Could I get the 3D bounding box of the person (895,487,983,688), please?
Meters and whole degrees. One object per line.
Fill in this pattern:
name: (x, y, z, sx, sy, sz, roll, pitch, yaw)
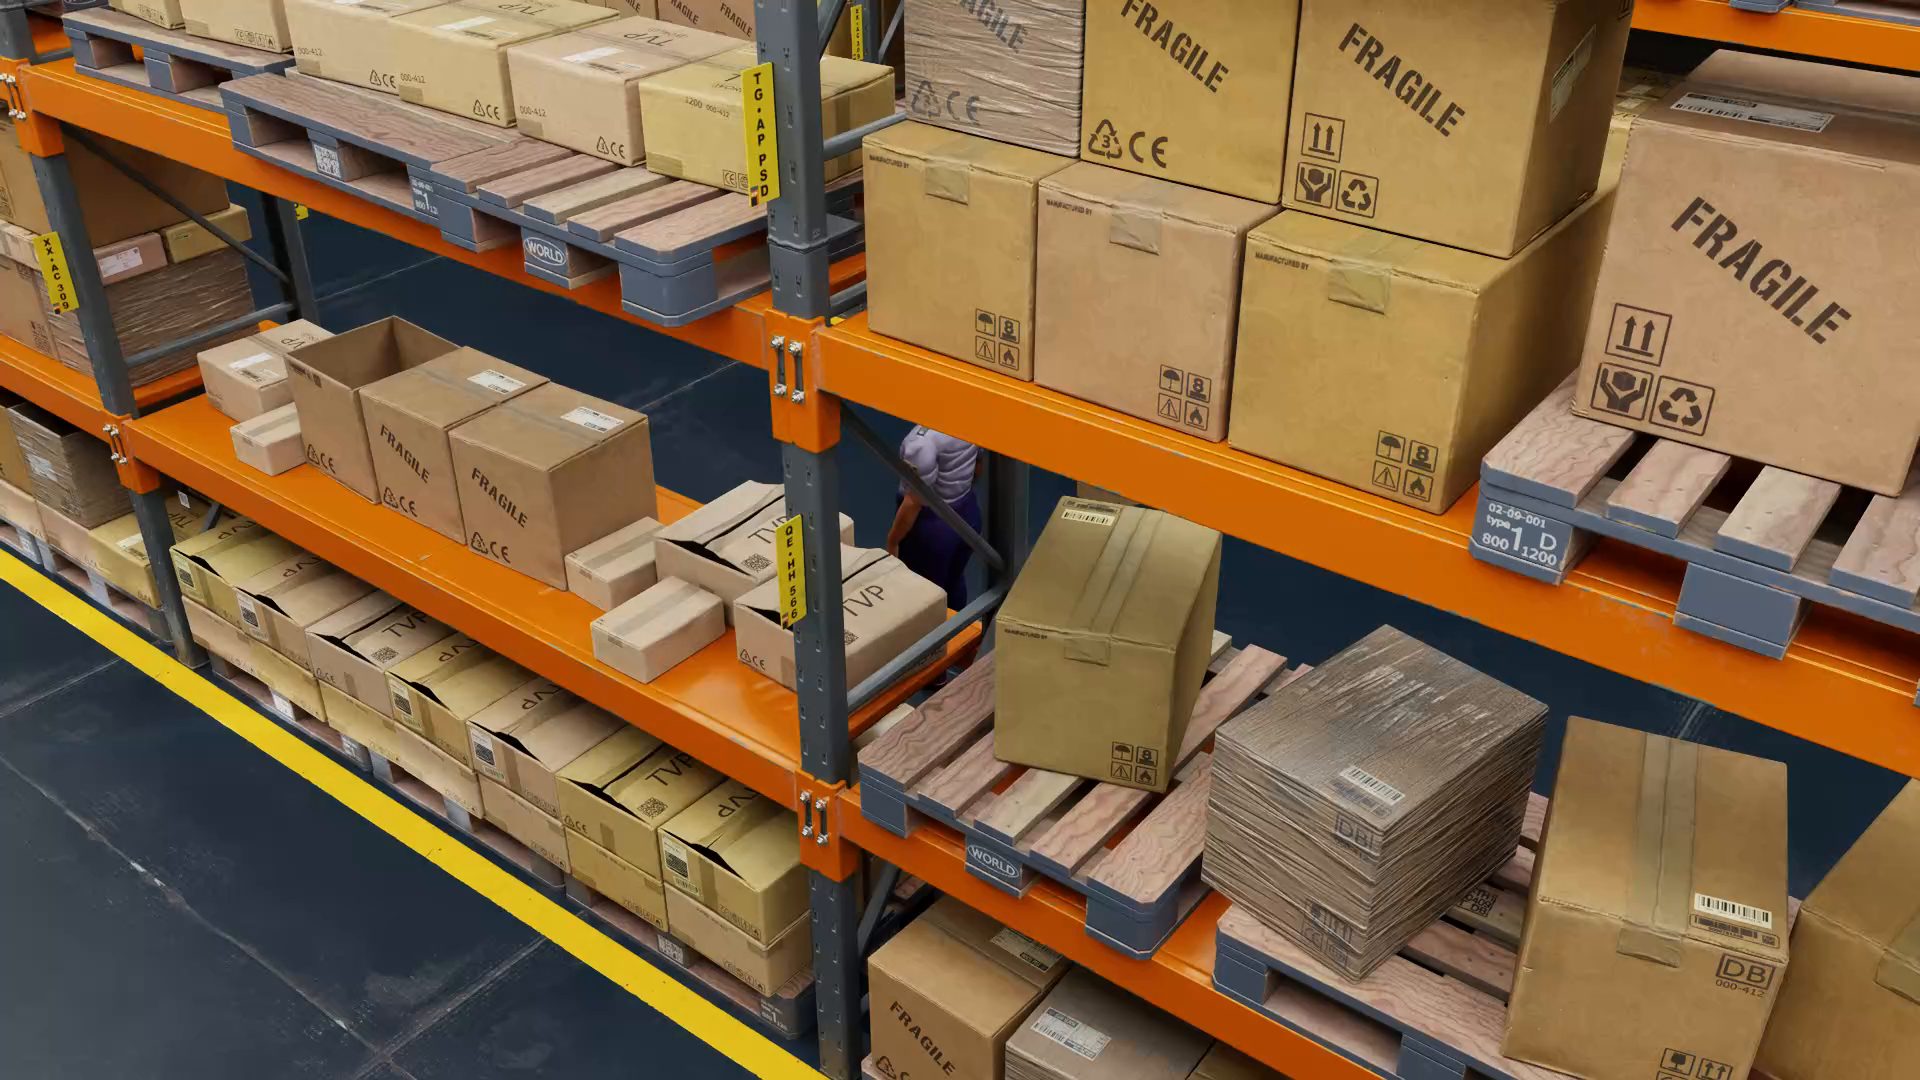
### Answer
person: (-0.143, 0.152, 7.474, 0.500, 1.029, 0.525, 21, 37, 31)
